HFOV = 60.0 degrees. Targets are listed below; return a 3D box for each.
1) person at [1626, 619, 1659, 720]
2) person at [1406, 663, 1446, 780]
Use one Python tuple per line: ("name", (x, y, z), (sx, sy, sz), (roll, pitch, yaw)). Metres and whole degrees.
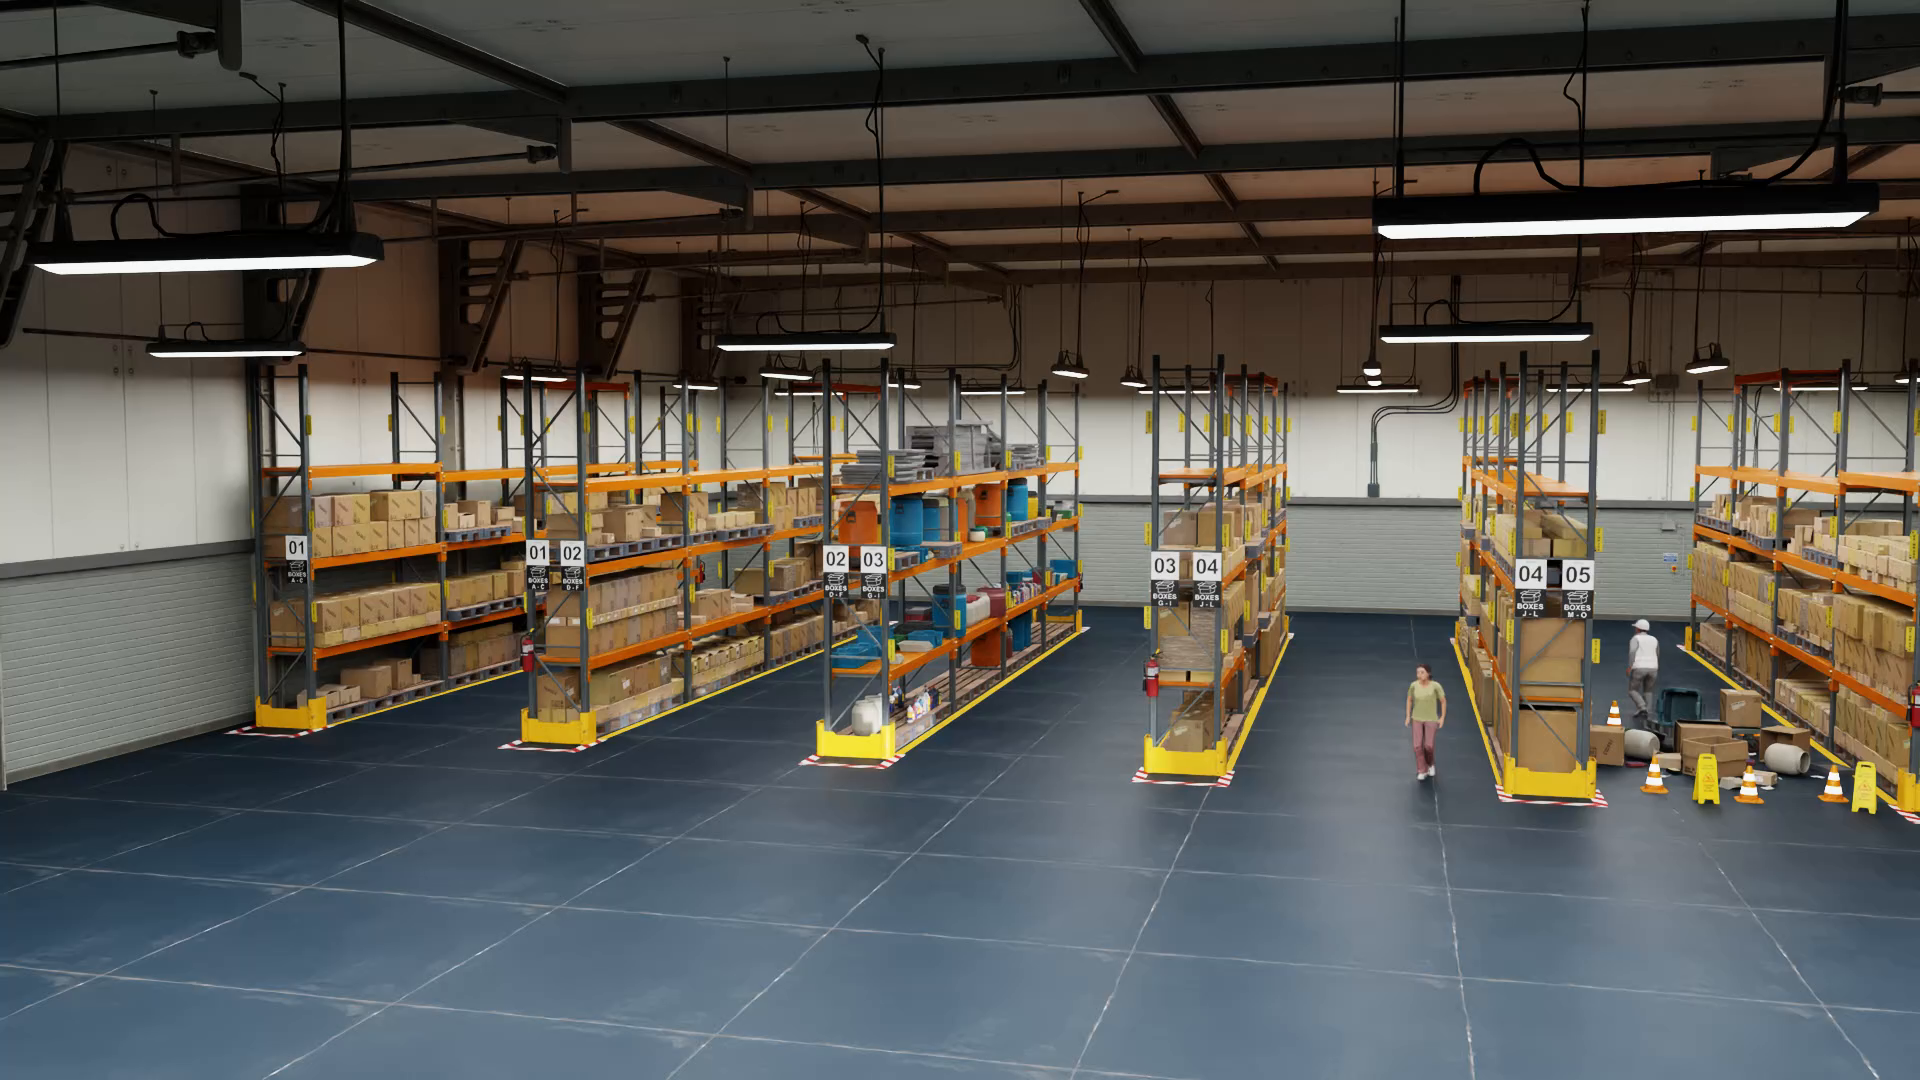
("person", (11.690, 2.207, 28.424), (0.581, 1.676, 0.745), (0, 4, 3))
("person", (6.611, 2.560, 23.562), (0.545, 1.655, 0.503), (2, 4, 29))
